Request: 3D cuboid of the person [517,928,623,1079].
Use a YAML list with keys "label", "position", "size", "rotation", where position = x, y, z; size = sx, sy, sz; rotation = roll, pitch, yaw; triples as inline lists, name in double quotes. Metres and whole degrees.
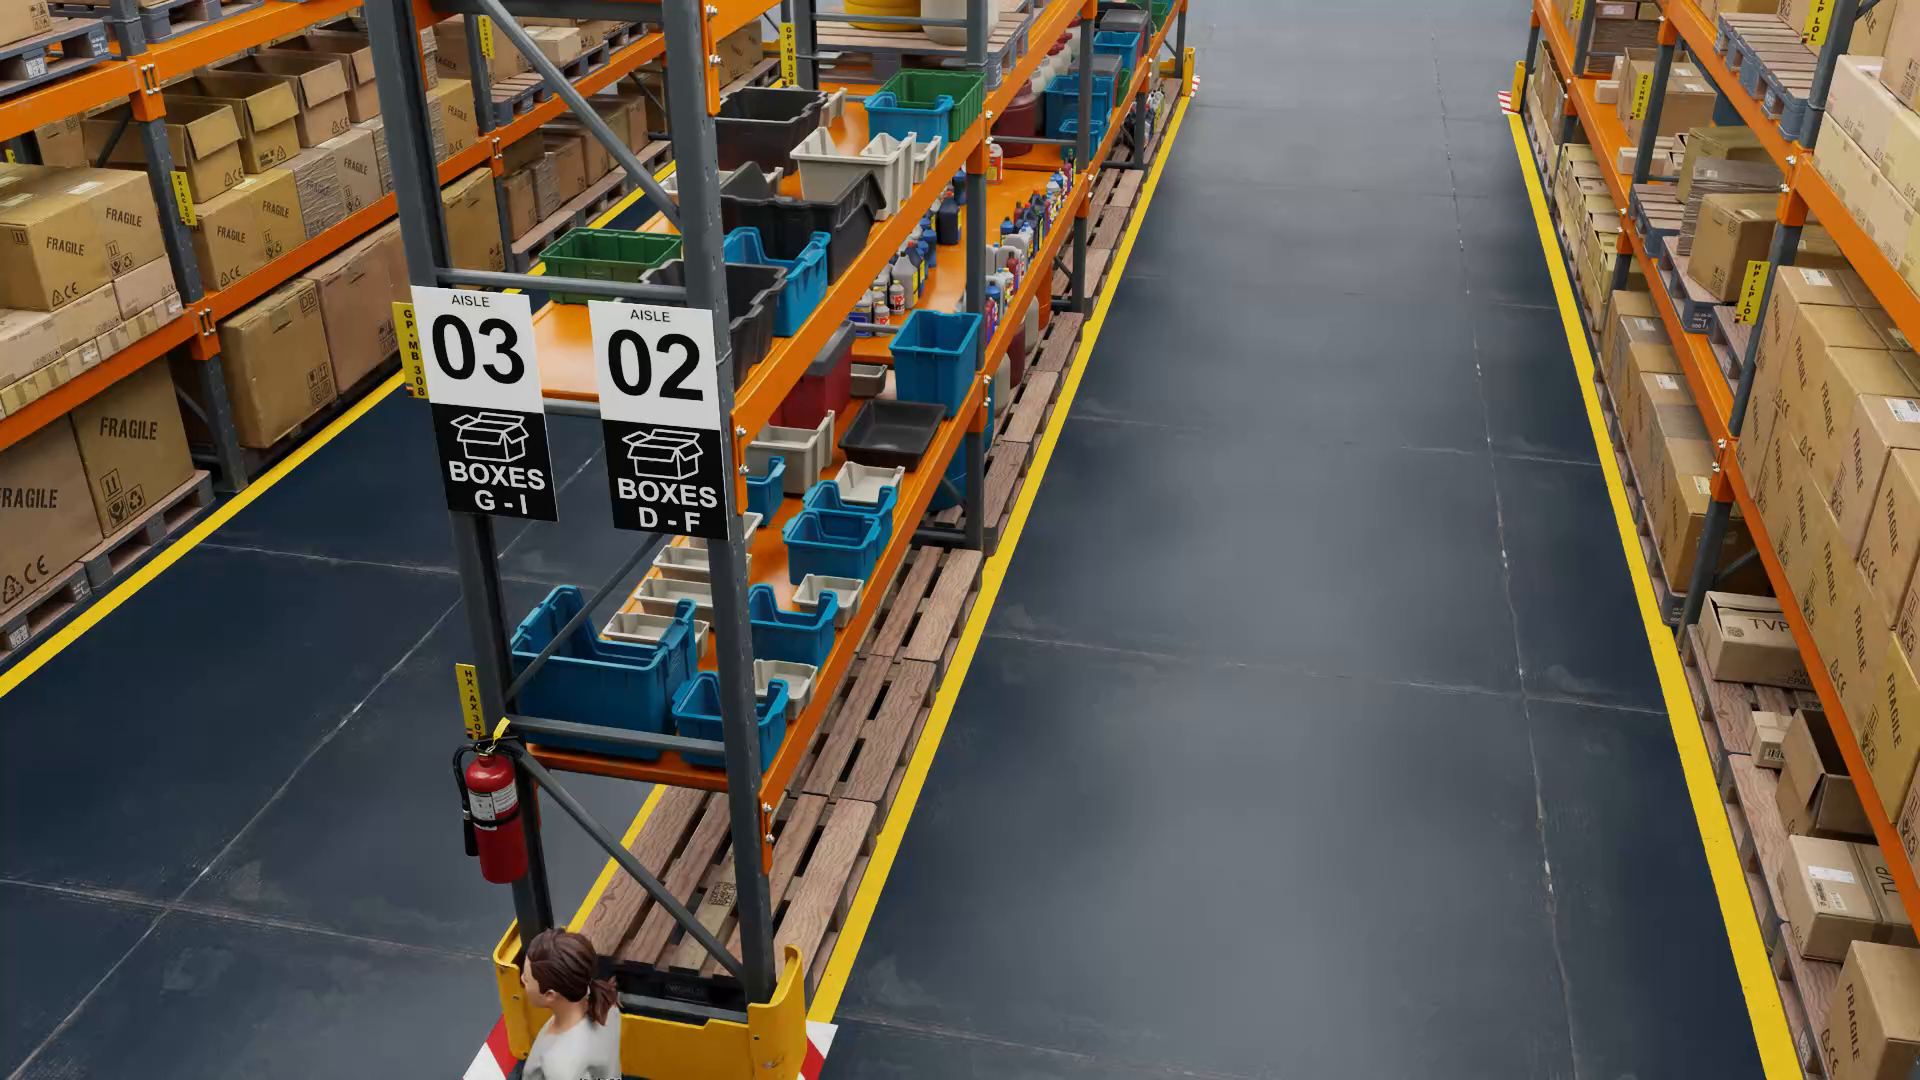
- label: "person"
  position: [-1.158, 2.018, 5.172]
  size: [0.432, 1.411, 0.537]
  rotation: [4, 29, 8]
